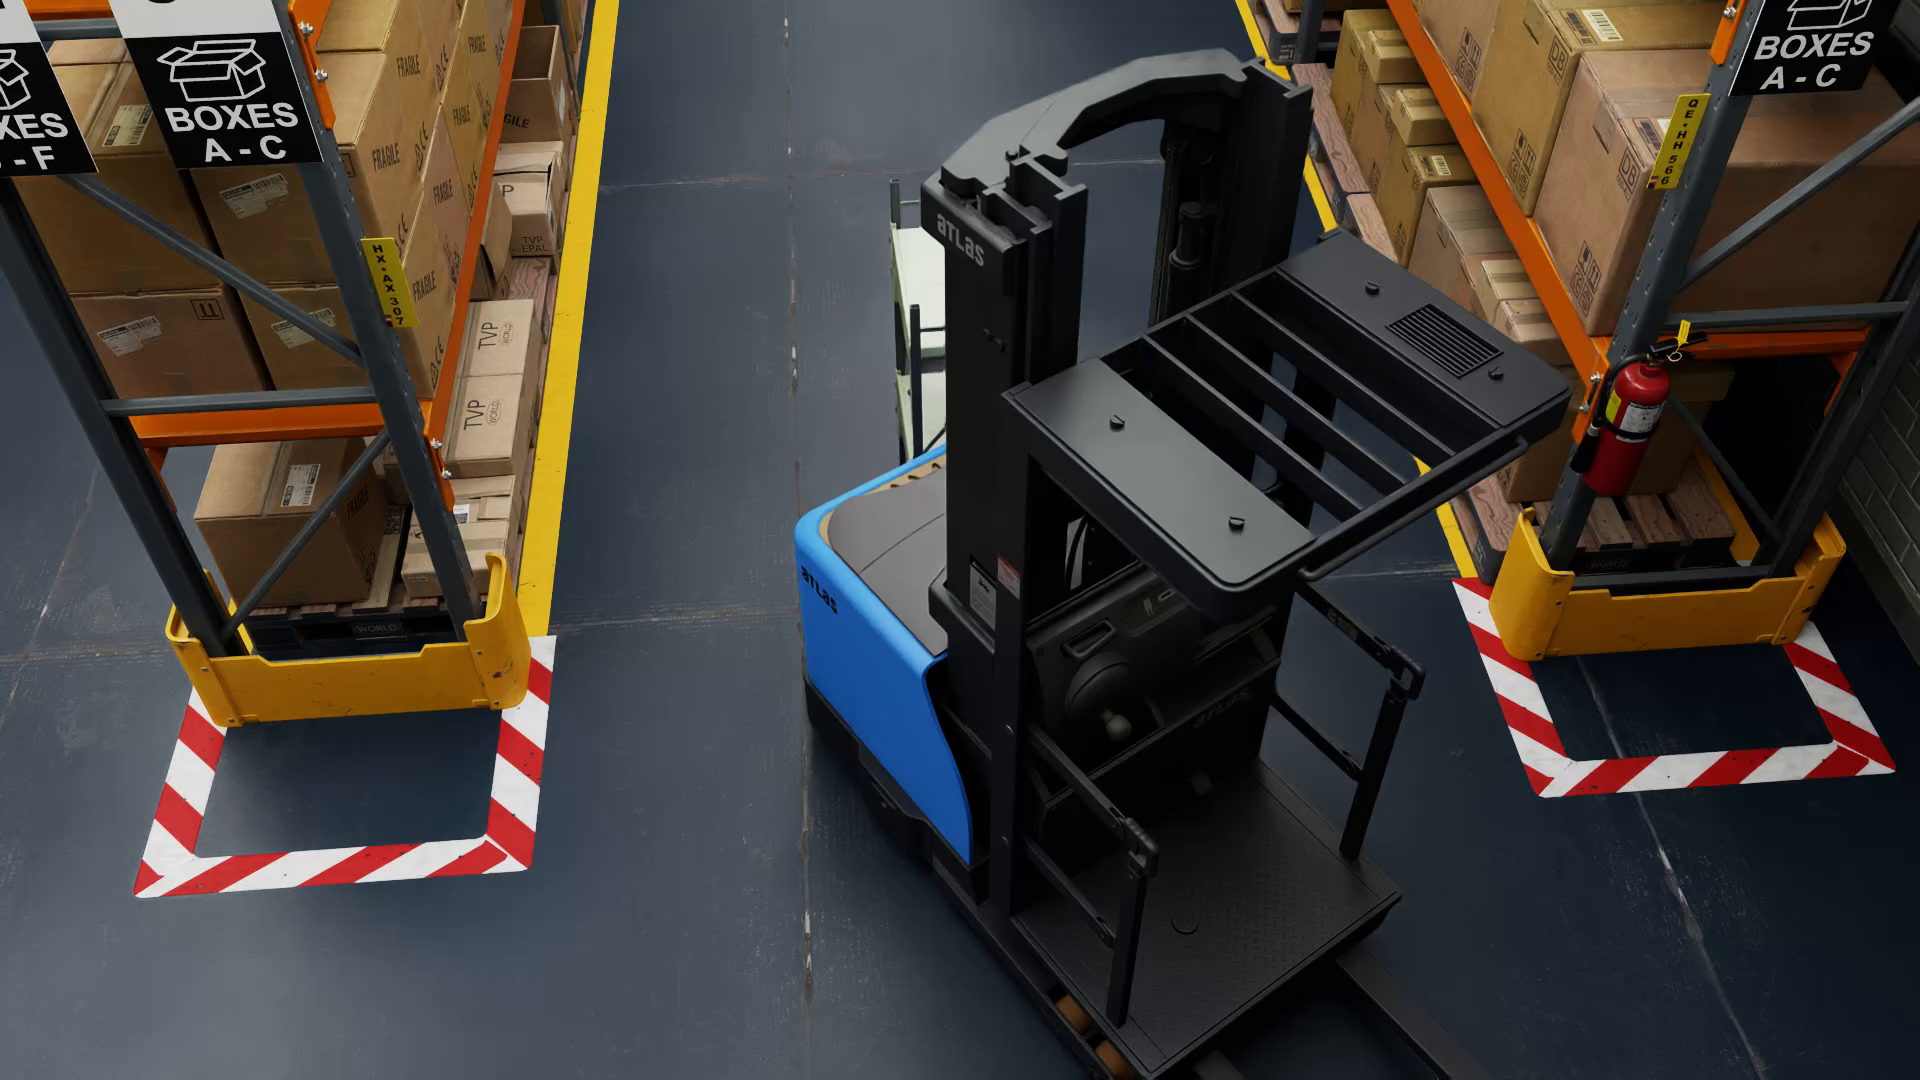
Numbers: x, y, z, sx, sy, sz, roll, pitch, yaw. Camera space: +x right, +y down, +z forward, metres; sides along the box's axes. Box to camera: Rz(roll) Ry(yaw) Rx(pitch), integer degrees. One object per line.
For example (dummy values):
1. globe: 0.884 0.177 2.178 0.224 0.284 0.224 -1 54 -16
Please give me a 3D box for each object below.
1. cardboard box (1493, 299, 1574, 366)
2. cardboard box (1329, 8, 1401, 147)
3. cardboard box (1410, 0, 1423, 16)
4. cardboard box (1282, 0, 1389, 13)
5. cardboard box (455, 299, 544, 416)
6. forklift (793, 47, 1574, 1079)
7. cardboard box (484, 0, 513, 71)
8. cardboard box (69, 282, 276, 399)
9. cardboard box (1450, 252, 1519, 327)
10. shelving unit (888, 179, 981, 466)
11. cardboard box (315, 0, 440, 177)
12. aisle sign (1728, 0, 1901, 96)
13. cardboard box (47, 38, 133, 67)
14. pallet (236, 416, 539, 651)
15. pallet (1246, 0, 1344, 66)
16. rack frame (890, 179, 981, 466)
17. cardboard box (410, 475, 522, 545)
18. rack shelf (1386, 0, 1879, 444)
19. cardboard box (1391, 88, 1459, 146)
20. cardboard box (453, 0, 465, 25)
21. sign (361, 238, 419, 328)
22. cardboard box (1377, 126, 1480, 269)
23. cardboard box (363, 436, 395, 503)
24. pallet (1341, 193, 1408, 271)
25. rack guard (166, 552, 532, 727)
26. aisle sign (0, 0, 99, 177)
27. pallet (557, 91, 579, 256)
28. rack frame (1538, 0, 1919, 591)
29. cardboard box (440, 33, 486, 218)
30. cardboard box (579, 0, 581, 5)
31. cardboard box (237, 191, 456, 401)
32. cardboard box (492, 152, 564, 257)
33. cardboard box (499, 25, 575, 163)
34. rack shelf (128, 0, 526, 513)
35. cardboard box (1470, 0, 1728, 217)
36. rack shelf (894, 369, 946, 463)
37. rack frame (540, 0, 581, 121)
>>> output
1. cardboard box: 2.348 -0.826 6.588 0.380 0.149 0.250 -4 47 -4
2. cardboard box: 2.324 -2.367 8.495 0.700 0.500 0.500 -3 47 -3
3. cardboard box: 2.448 -2.811 7.276 0.980 0.700 0.700 -5 47 -4
4. cardboard box: 2.180 -3.497 9.324 0.750 0.750 0.750 -3 47 -3
5. cardboard box: -2.084 -0.772 7.142 0.500 0.250 0.500 -3 47 -3
6. forklift: 0.710 0.320 4.565 1.130 2.935 3.031 -28 53 -24
7. cardboard box: -2.185 -2.270 6.901 0.500 0.500 0.500 -3 47 -2
8. cardboard box: -2.546 -0.774 5.484 0.500 0.500 0.500 -2 47 -2
9. cardboard box: 2.498 -0.883 7.089 0.700 0.500 0.500 -4 47 -3
10. shelving unit: -0.014 -0.546 6.370 0.431 1.500 0.755 -5 47 -5
11. cardboard box: -2.063 -1.525 5.507 0.500 0.500 0.500 -3 47 -3
12. aisle sign: 2.406 -1.559 4.507 0.394 0.787 0.004 -3 47 -3
13. cardboard box: -2.592 -1.481 5.465 0.500 0.500 0.500 -2 47 -2
14. pallet: -2.312 -0.104 6.840 1.003 0.211 1.213 -3 47 -3
15. pallet: 2.224 -3.224 9.795 1.003 0.211 1.213 -3 47 -3
16. rack frame: -0.057 -0.810 6.620 0.400 1.500 0.023 -5 47 -5
17. cardboard box: -1.951 -0.113 6.576 0.380 0.166 0.250 -3 47 -3
18. rack shelf: 2.531 -1.935 7.149 1.077 0.370 4.000 -3 47 -3
19. cardboard box: 2.215 -1.954 7.656 0.380 0.149 0.250 -5 47 -4
20. cardboard box: -2.144 -2.254 6.198 0.500 0.500 0.500 -4 47 -4
21. sign: -1.697 -0.762 4.946 0.100 0.325 0.005 -3 47 -3
22. cardboard box: 2.404 -1.632 7.798 0.700 0.500 0.500 -3 47 -2
23. cardboard box: -2.473 -0.286 6.739 0.380 0.166 0.250 -3 47 -3
24. pallet: 2.455 -1.231 7.907 1.003 0.211 1.213 -3 47 -3
25. rack guard: -2.244 0.373 6.189 1.175 0.500 0.348 -3 47 -3
26. aisle sign: -2.537 -1.258 4.221 0.394 0.787 0.004 -3 47 -3
27. pallet: -2.516 -1.870 8.512 1.003 0.211 1.213 -3 47 -3
28. rack frame: 2.699 -0.735 5.517 1.000 3.000 0.127 -3 47 -3
29. cardboard box: -2.099 -1.539 6.210 0.500 0.500 0.500 -4 47 -3
30. cardboard box: -2.426 -3.367 9.428 0.500 0.500 0.500 -3 47 -3
31. cardboard box: -2.012 -0.803 5.512 0.500 0.500 0.500 -3 47 -2
32. cardboard box: -2.179 -1.615 7.899 0.500 0.311 0.500 -3 47 -3
33. cardboard box: -2.242 -2.222 8.344 0.500 0.500 0.500 -3 47 -3
34. rack shelf: -2.405 -1.631 6.861 1.077 0.370 4.000 -3 47 -3
35. cardboard box: 2.574 -1.733 6.255 0.980 0.700 0.700 -4 47 -4
36. rack shelf: -0.014 -0.322 6.607 0.431 0.370 0.720 -5 47 -5
37. rack frame: -2.572 -3.326 7.970 1.000 3.000 0.127 -3 47 -3
